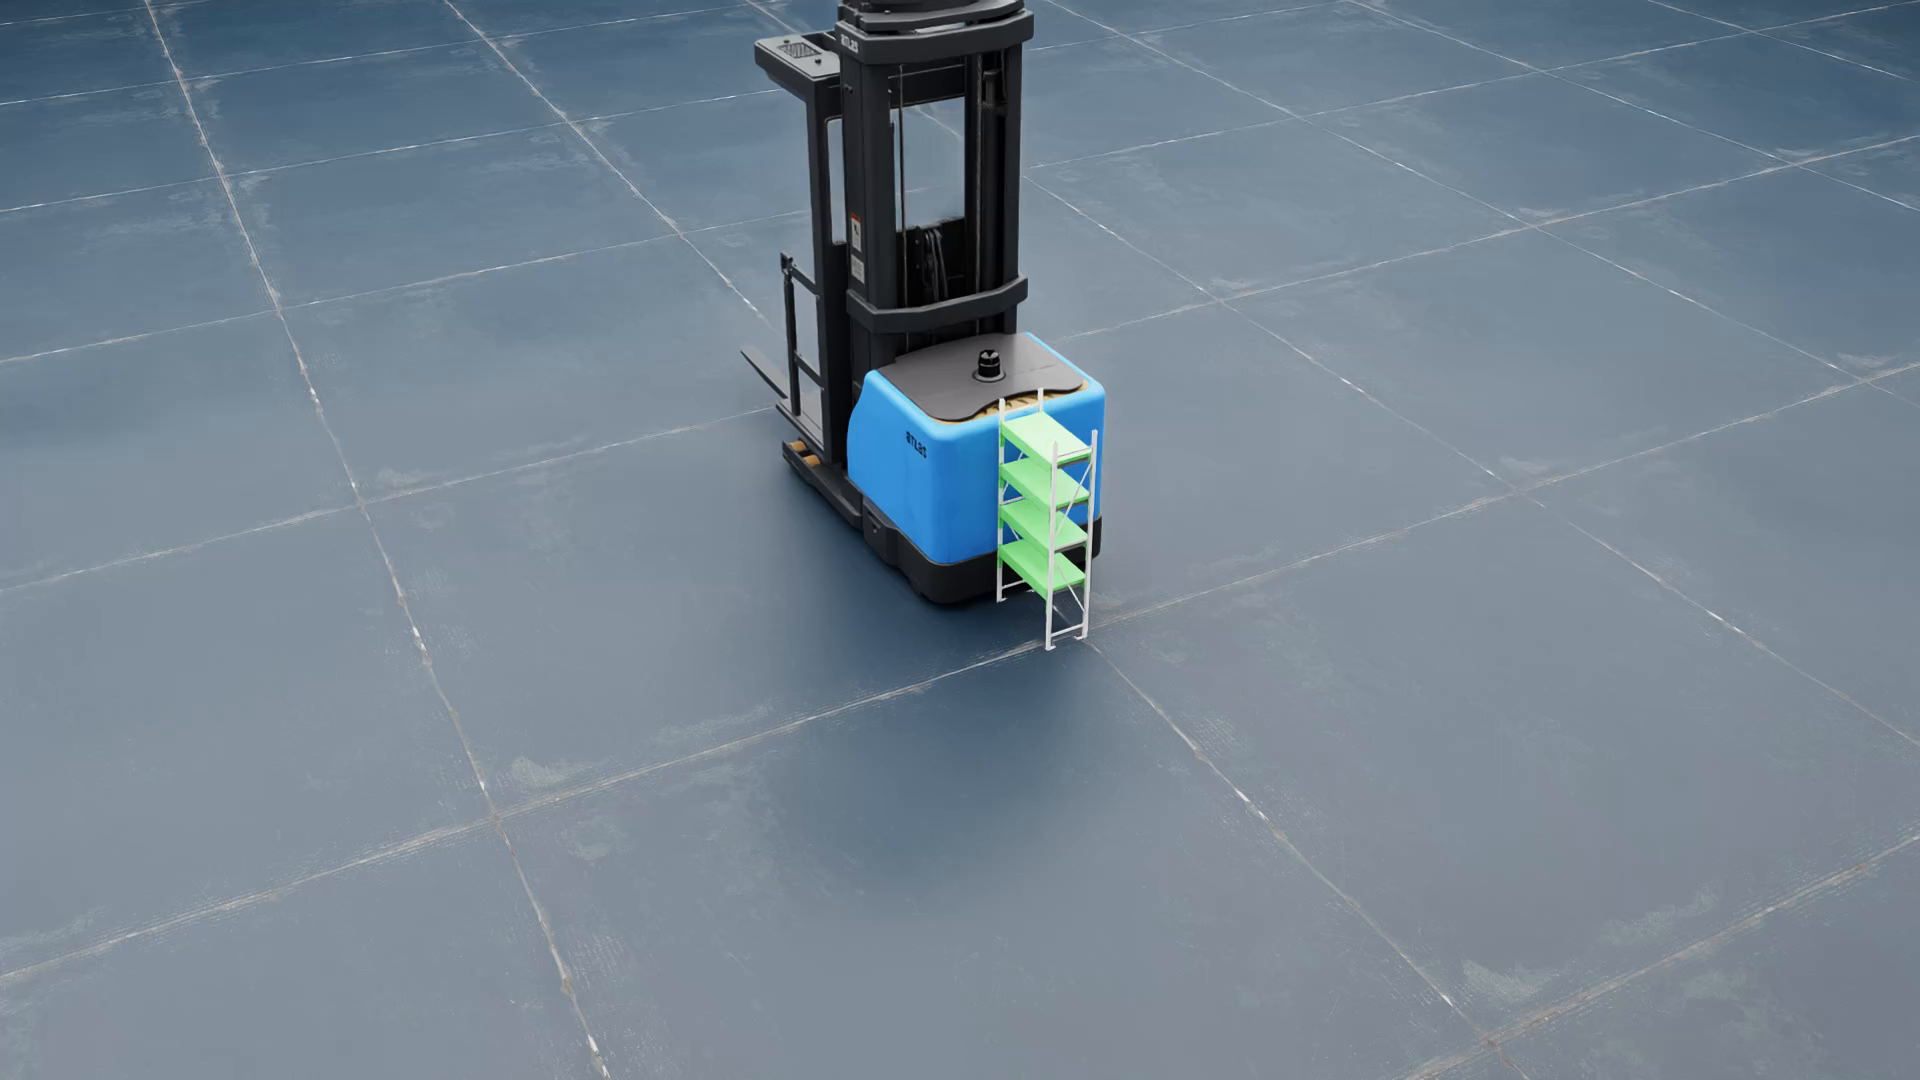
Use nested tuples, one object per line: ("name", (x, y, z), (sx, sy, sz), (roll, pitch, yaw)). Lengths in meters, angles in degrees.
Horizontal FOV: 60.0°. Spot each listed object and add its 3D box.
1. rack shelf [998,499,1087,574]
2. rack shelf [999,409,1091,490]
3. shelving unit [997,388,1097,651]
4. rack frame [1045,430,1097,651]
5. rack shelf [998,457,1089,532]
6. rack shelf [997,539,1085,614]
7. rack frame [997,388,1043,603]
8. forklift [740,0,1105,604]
("rack shelf", (0.420, -0.041, 8.320), (0.258, 0.148, 0.480), (-17, 36, -24))
("rack shelf", (0.420, -0.445, 8.061), (0.258, 0.148, 0.480), (-17, 36, -24))
("shelving unit", (0.420, -0.095, 8.286), (0.258, 1.200, 0.503), (-17, 36, -24))
("rack frame", (0.539, 0.020, 8.107), (0.240, 1.200, 0.015), (-17, 36, -24))
("rack shelf", (0.420, -0.243, 8.191), (0.258, 0.148, 0.480), (-17, 36, -24))
("rack shelf", (0.420, 0.161, 8.450), (0.258, 0.148, 0.480), (-17, 36, -24))
("rack frame", (0.301, -0.210, 8.465), (0.240, 1.200, 0.015), (-17, 36, -24))
("forklift", (-0.397, -1.674, 9.146), (1.130, 2.935, 3.031), (-17, 36, -24))
